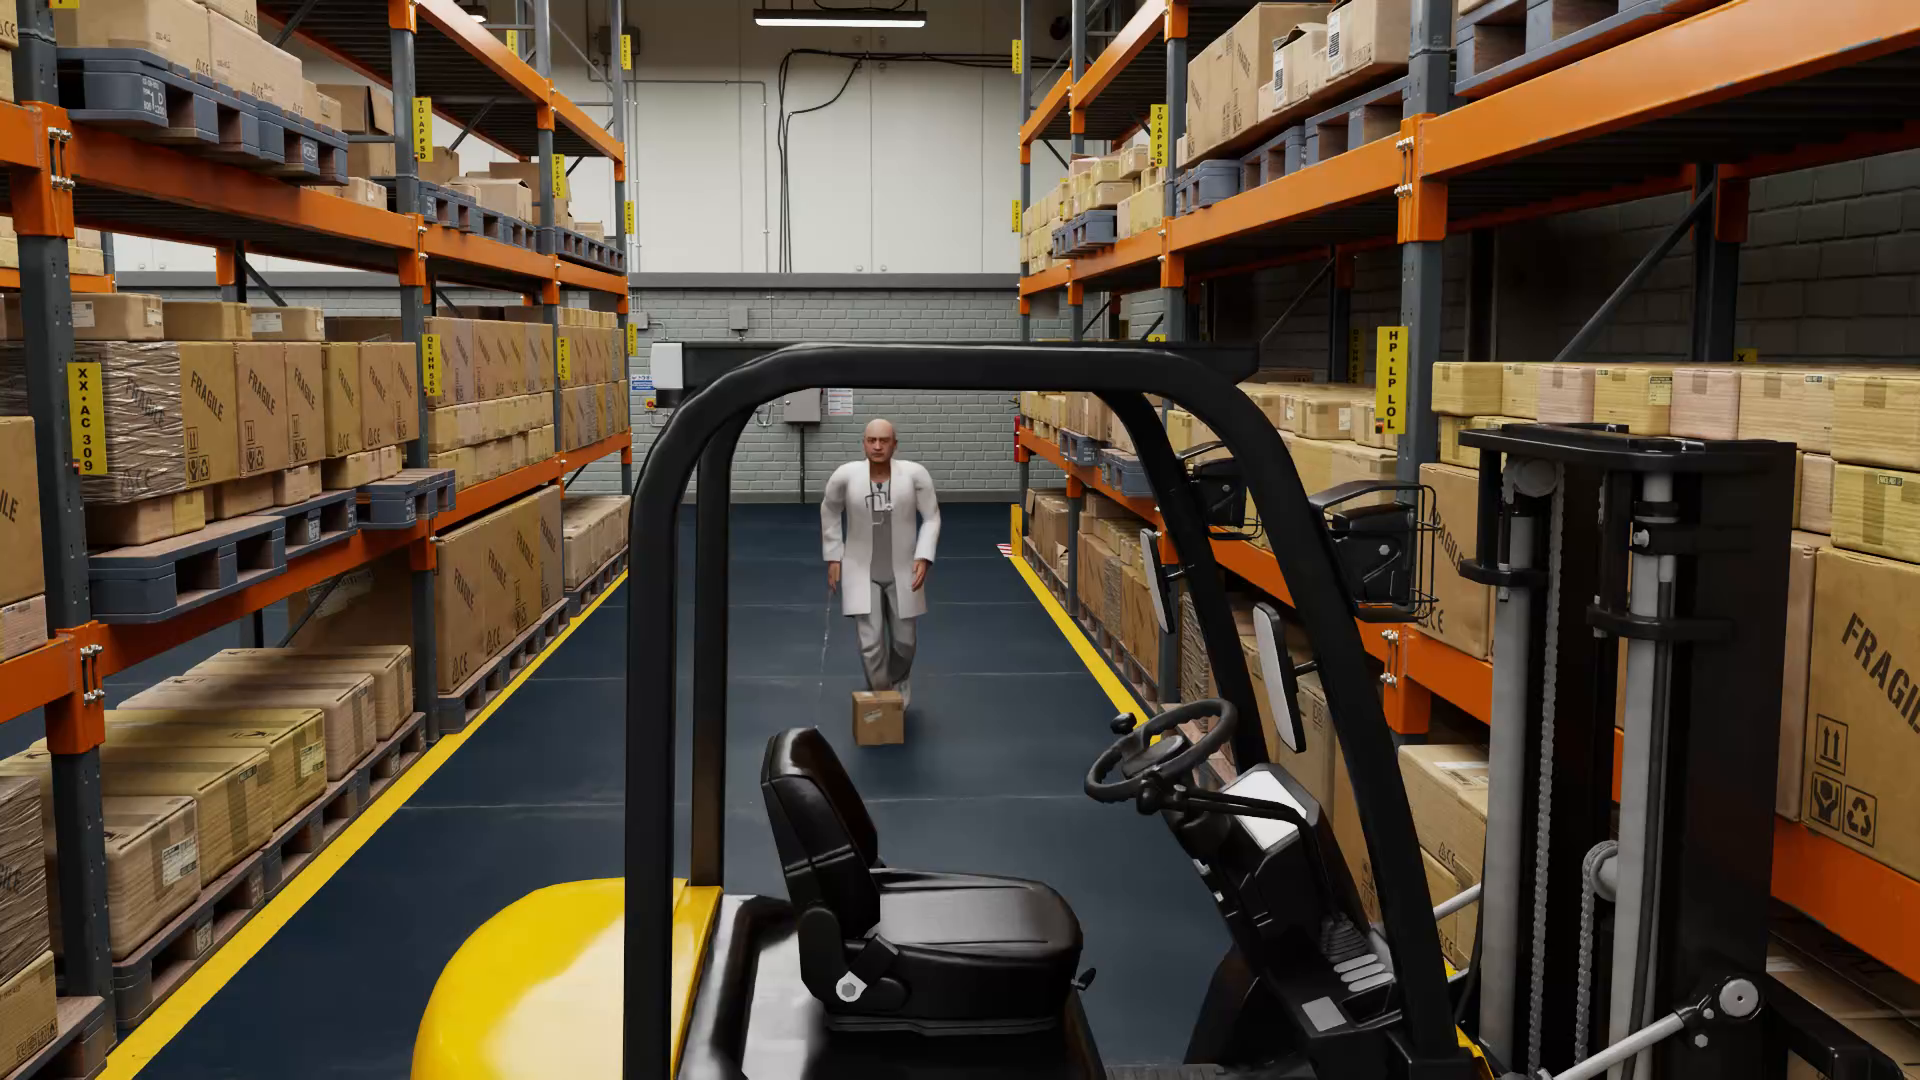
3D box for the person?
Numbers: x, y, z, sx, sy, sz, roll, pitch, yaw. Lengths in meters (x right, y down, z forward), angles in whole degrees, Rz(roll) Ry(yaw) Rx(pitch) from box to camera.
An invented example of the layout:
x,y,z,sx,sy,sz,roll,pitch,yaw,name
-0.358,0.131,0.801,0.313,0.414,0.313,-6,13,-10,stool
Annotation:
x,y,z,sx,sy,sz,roll,pitch,yaw,name
-0.448,0.184,9.348,0.666,1.746,0.772,-1,7,-6,person
